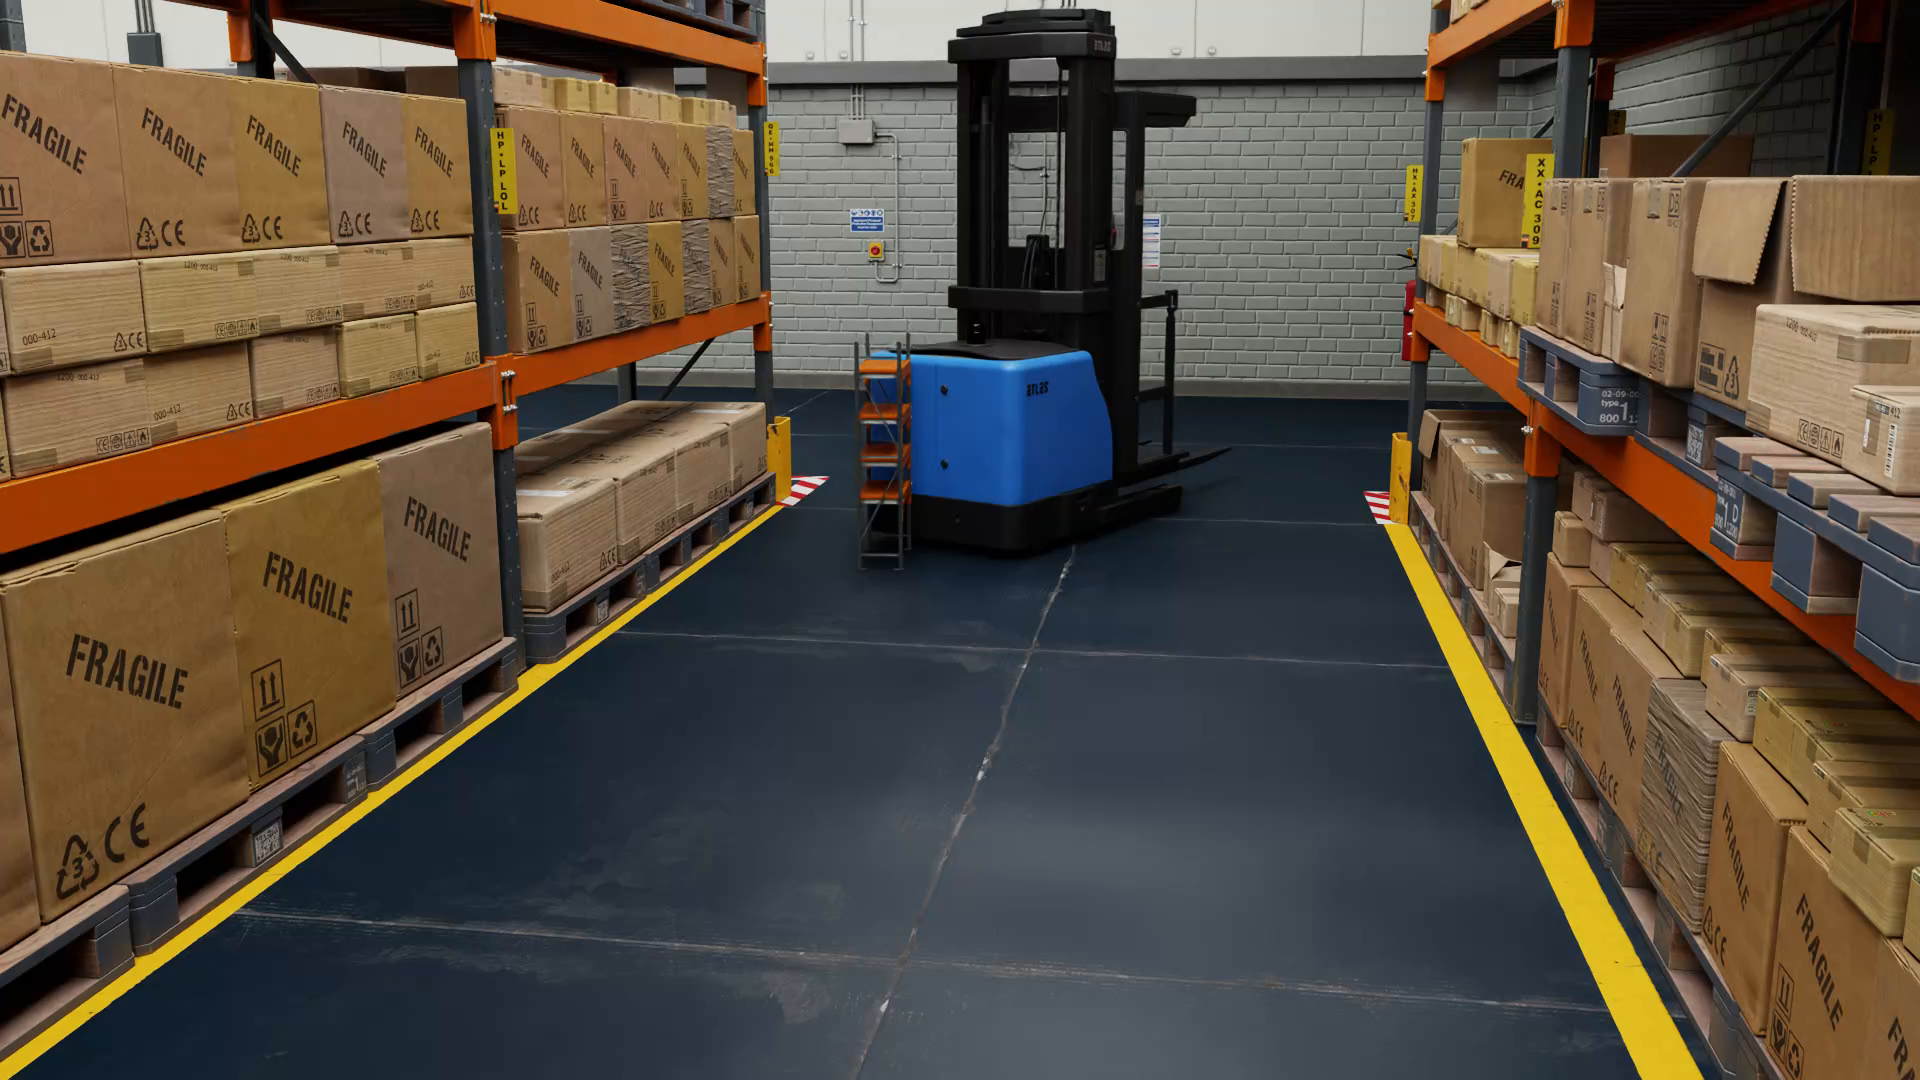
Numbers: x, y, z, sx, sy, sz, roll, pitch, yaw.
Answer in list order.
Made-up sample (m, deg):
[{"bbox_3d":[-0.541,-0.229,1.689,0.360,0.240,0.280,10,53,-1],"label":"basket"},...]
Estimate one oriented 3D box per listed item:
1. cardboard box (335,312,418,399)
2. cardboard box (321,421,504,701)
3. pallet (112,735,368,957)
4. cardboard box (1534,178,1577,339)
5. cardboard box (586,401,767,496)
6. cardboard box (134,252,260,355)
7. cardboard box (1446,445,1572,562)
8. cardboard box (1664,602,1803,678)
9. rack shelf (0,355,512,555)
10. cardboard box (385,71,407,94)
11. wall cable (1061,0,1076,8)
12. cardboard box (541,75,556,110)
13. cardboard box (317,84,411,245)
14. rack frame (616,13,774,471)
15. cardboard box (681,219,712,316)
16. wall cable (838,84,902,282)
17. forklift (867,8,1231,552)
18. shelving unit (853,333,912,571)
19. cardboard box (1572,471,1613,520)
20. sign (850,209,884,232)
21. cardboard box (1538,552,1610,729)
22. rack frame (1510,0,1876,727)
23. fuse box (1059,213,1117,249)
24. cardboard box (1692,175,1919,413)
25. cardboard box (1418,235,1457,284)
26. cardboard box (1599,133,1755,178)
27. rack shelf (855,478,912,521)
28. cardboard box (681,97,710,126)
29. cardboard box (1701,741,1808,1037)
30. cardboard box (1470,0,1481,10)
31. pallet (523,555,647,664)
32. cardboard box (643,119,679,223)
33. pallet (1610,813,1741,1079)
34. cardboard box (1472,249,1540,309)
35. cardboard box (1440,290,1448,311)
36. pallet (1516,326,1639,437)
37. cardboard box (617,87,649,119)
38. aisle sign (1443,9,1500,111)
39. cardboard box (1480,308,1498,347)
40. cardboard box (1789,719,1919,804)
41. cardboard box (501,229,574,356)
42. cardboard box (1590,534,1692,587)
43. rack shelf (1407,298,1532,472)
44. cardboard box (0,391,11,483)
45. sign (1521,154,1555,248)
[{"bbox_3d":[-2.215,-0.642,5.710,0.500,0.250,0.500,2,12,8],"label":"cardboard box"},{"bbox_3d":[-2.332,0.042,6.226,0.875,0.875,0.875,2,12,10],"label":"cardboard box"},{"bbox_3d":[-2.545,0.858,5.012,1.003,0.211,1.213,2,12,9],"label":"pallet"},{"bbox_3d":[2.294,-0.924,5.426,0.700,0.500,0.500,2,12,10],"label":"cardboard box"},{"bbox_3d":[-1.703,-0.568,10.094,0.875,0.438,0.875,1,12,7],"label":"cardboard box"},{"bbox_3d":[-2.348,-0.675,4.675,0.500,0.250,0.500,2,12,10],"label":"cardboard box"},{"bbox_3d":[2.667,-0.171,8.105,0.500,0.500,0.500,2,12,10],"label":"cardboard box"},{"bbox_3d":[2.133,0.276,4.488,0.380,0.149,0.250,2,12,11],"label":"cardboard box"},{"bbox_3d":[-2.623,-0.155,4.801,1.077,0.370,4.000,2,12,9],"label":"rack shelf"},{"bbox_3d":[-2.435,-1.904,7.056,0.380,0.149,0.250,2,12,10],"label":"cardboard box"},{"bbox_3d":[2.386,-5.777,14.850,2.988,3.039,0.133,2,12,9],"label":"wall cable"},{"bbox_3d":[-1.989,-1.944,7.242,0.380,0.149,0.250,2,12,8],"label":"cardboard box"},{"bbox_3d":[-2.208,-1.252,5.571,0.500,0.500,0.500,2,12,10],"label":"cardboard box"},{"bbox_3d":[-1.700,-1.756,10.521,1.000,3.000,0.127,2,12,9],"label":"rack frame"},{"bbox_3d":[-1.674,-1.484,9.023,0.500,0.500,0.500,2,12,10],"label":"cardboard box"},{"bbox_3d":[-0.856,-3.442,15.860,0.585,1.953,0.123,2,12,9],"label":"wall cable"},{"bbox_3d":[0.722,-1.626,10.079,1.130,2.935,3.031,8,15,34],"label":"forklift"},{"bbox_3d":[-0.405,-0.479,8.868,0.258,1.200,0.503,1,12,3],"label":"shelving unit"},{"bbox_3d":[2.332,-0.141,5.718,0.380,0.149,0.250,2,12,8],"label":"cardboard box"},{"bbox_3d":[-0.894,-3.077,16.009,0.327,0.218,0.001,2,12,9],"label":"sign"},{"bbox_3d":[2.293,0.347,5.700,0.500,0.500,0.500,2,12,11],"label":"cardboard box"},{"bbox_3d":[2.590,-0.763,5.914,1.000,3.000,0.127,2,12,9],"label":"rack frame"},{"bbox_3d":[1.197,-2.202,15.650,0.539,1.711,0.414,2,12,9],"label":"fuse box"},{"bbox_3d":[2.043,-0.532,3.600,0.797,0.503,0.637,2,12,7],"label":"cardboard box"},{"bbox_3d":[2.869,-1.582,9.365,0.500,0.250,0.500,2,12,9],"label":"cardboard box"},{"bbox_3d":[3.082,-1.503,7.218,0.500,0.500,0.500,2,12,7],"label":"cardboard box"},{"bbox_3d":[-0.405,-0.219,8.924,0.258,0.148,0.480,1,12,3],"label":"rack shelf"},{"bbox_3d":[-1.609,-2.368,9.212,0.380,0.149,0.250,2,12,10],"label":"cardboard box"},{"bbox_3d":[1.992,0.778,3.698,0.500,0.500,0.500,2,12,11],"label":"cardboard box"},{"bbox_3d":[2.594,-2.564,7.749,0.380,0.149,0.250,2,12,9],"label":"cardboard box"},{"bbox_3d":[-2.121,0.284,7.673,1.003,0.211,1.213,2,12,9],"label":"pallet"},{"bbox_3d":[-1.749,-1.868,8.431,0.500,0.500,0.500,2,12,8],"label":"cardboard box"},{"bbox_3d":[2.317,1.025,4.235,1.003,0.211,1.213,2,12,9],"label":"pallet"},{"bbox_3d":[2.579,-1.157,7.393,0.500,0.250,0.500,2,12,8],"label":"cardboard box"},{"bbox_3d":[2.890,-1.359,9.275,0.380,0.149,0.250,2,12,10],"label":"cardboard box"},{"bbox_3d":[2.359,-0.506,5.179,1.003,0.211,1.213,2,12,9],"label":"pallet"},{"bbox_3d":[-1.758,-2.152,8.207,0.380,0.149,0.250,2,12,9],"label":"cardboard box"},{"bbox_3d":[2.925,-2.890,9.614,0.394,0.787,0.004,2,12,9],"label":"aisle sign"},{"bbox_3d":[2.503,-0.932,7.296,0.380,0.149,0.250,2,12,8],"label":"cardboard box"},{"bbox_3d":[1.981,0.493,3.481,0.380,0.149,0.250,2,12,10],"label":"cardboard box"},{"bbox_3d":[-1.985,-1.061,7.060,0.500,0.500,0.500,2,12,11],"label":"cardboard box"},{"bbox_3d":[2.305,0.063,5.479,0.380,0.149,0.250,2,12,7],"label":"cardboard box"},{"bbox_3d":[2.897,-0.828,7.922,1.077,0.370,4.000,2,12,9],"label":"rack shelf"},{"bbox_3d":[-2.545,-0.218,3.742,0.500,0.250,0.500,2,12,7],"label":"cardboard box"},{"bbox_3d":[2.052,-1.202,5.897,0.100,0.325,0.005,2,12,9],"label":"sign"}]
